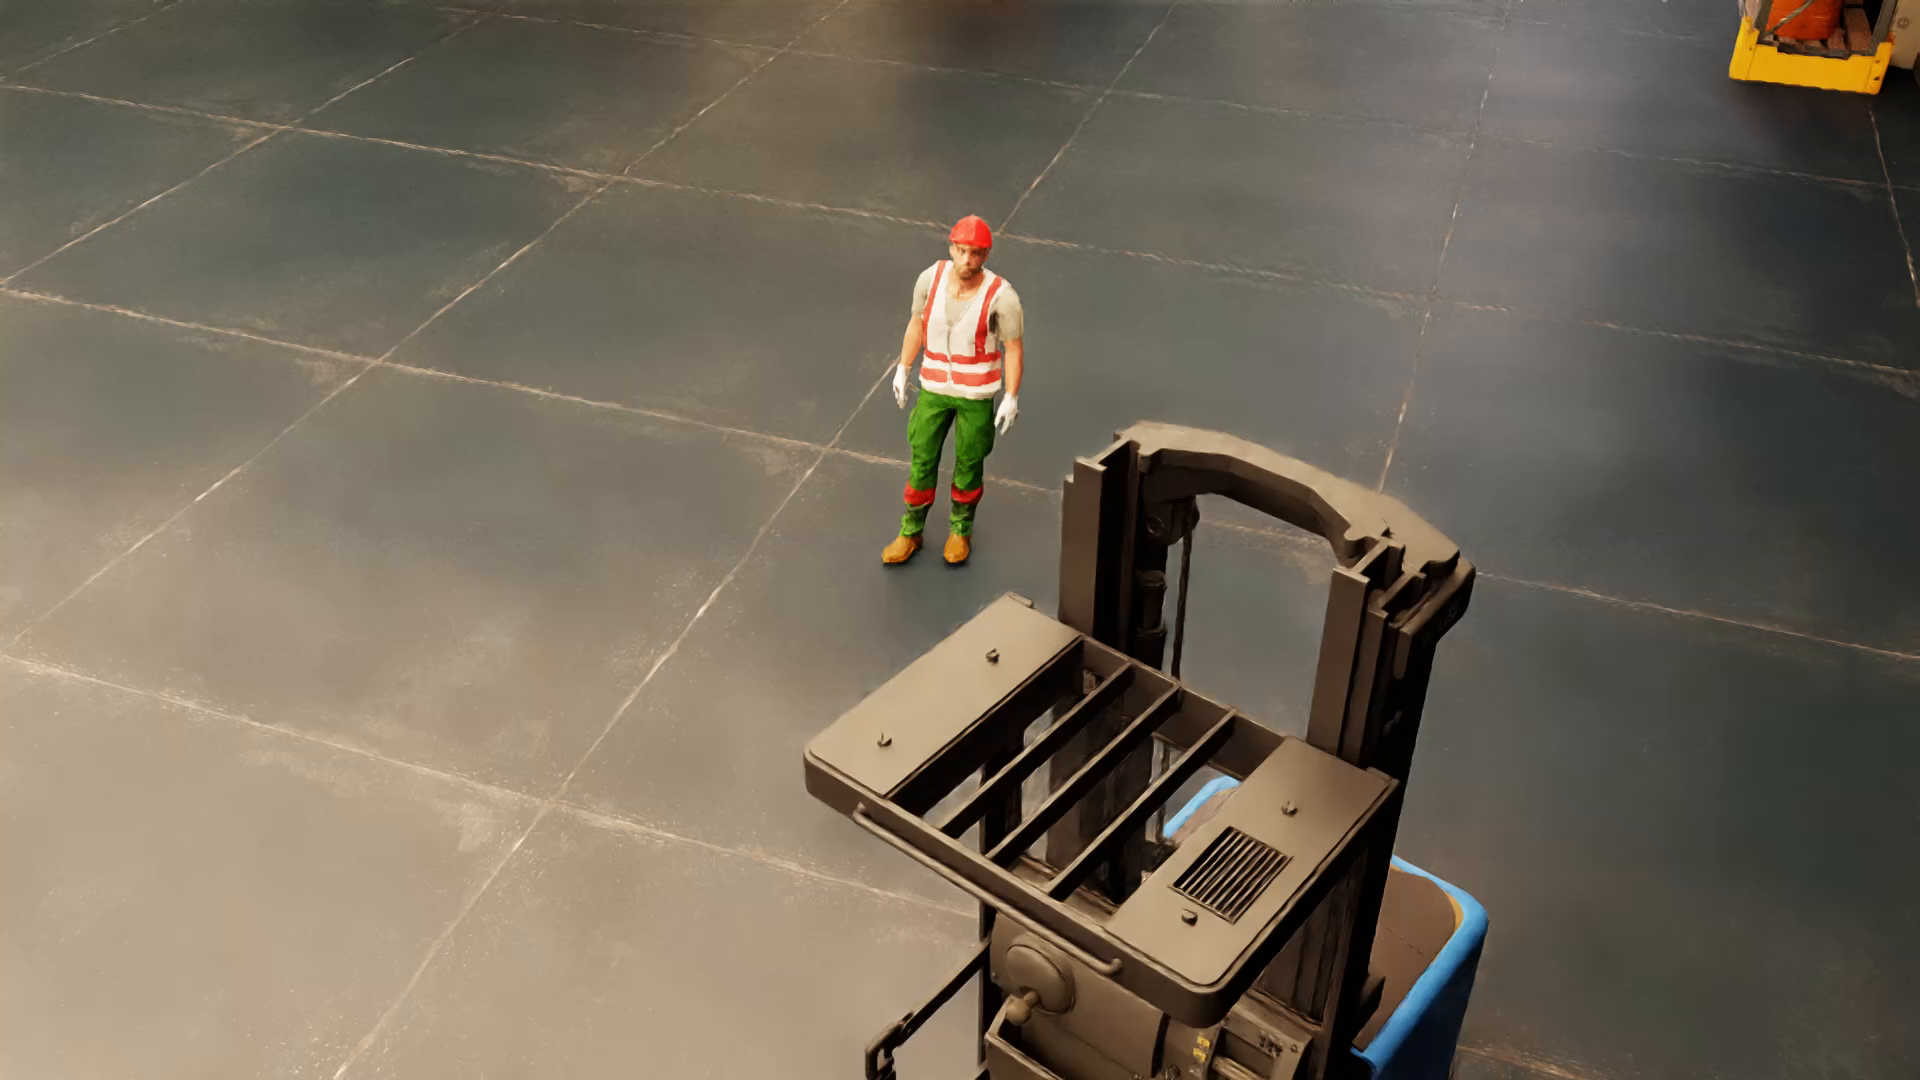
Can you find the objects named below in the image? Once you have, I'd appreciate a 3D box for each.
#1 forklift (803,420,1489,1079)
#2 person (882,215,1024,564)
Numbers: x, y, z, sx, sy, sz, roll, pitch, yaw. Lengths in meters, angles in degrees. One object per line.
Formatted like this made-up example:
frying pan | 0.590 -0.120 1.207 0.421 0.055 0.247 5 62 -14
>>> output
forklift | 0.343 1.297 4.282 1.130 2.935 3.031 25 43 31
person | -0.037 -0.694 8.065 0.637 1.787 0.563 12 37 16
